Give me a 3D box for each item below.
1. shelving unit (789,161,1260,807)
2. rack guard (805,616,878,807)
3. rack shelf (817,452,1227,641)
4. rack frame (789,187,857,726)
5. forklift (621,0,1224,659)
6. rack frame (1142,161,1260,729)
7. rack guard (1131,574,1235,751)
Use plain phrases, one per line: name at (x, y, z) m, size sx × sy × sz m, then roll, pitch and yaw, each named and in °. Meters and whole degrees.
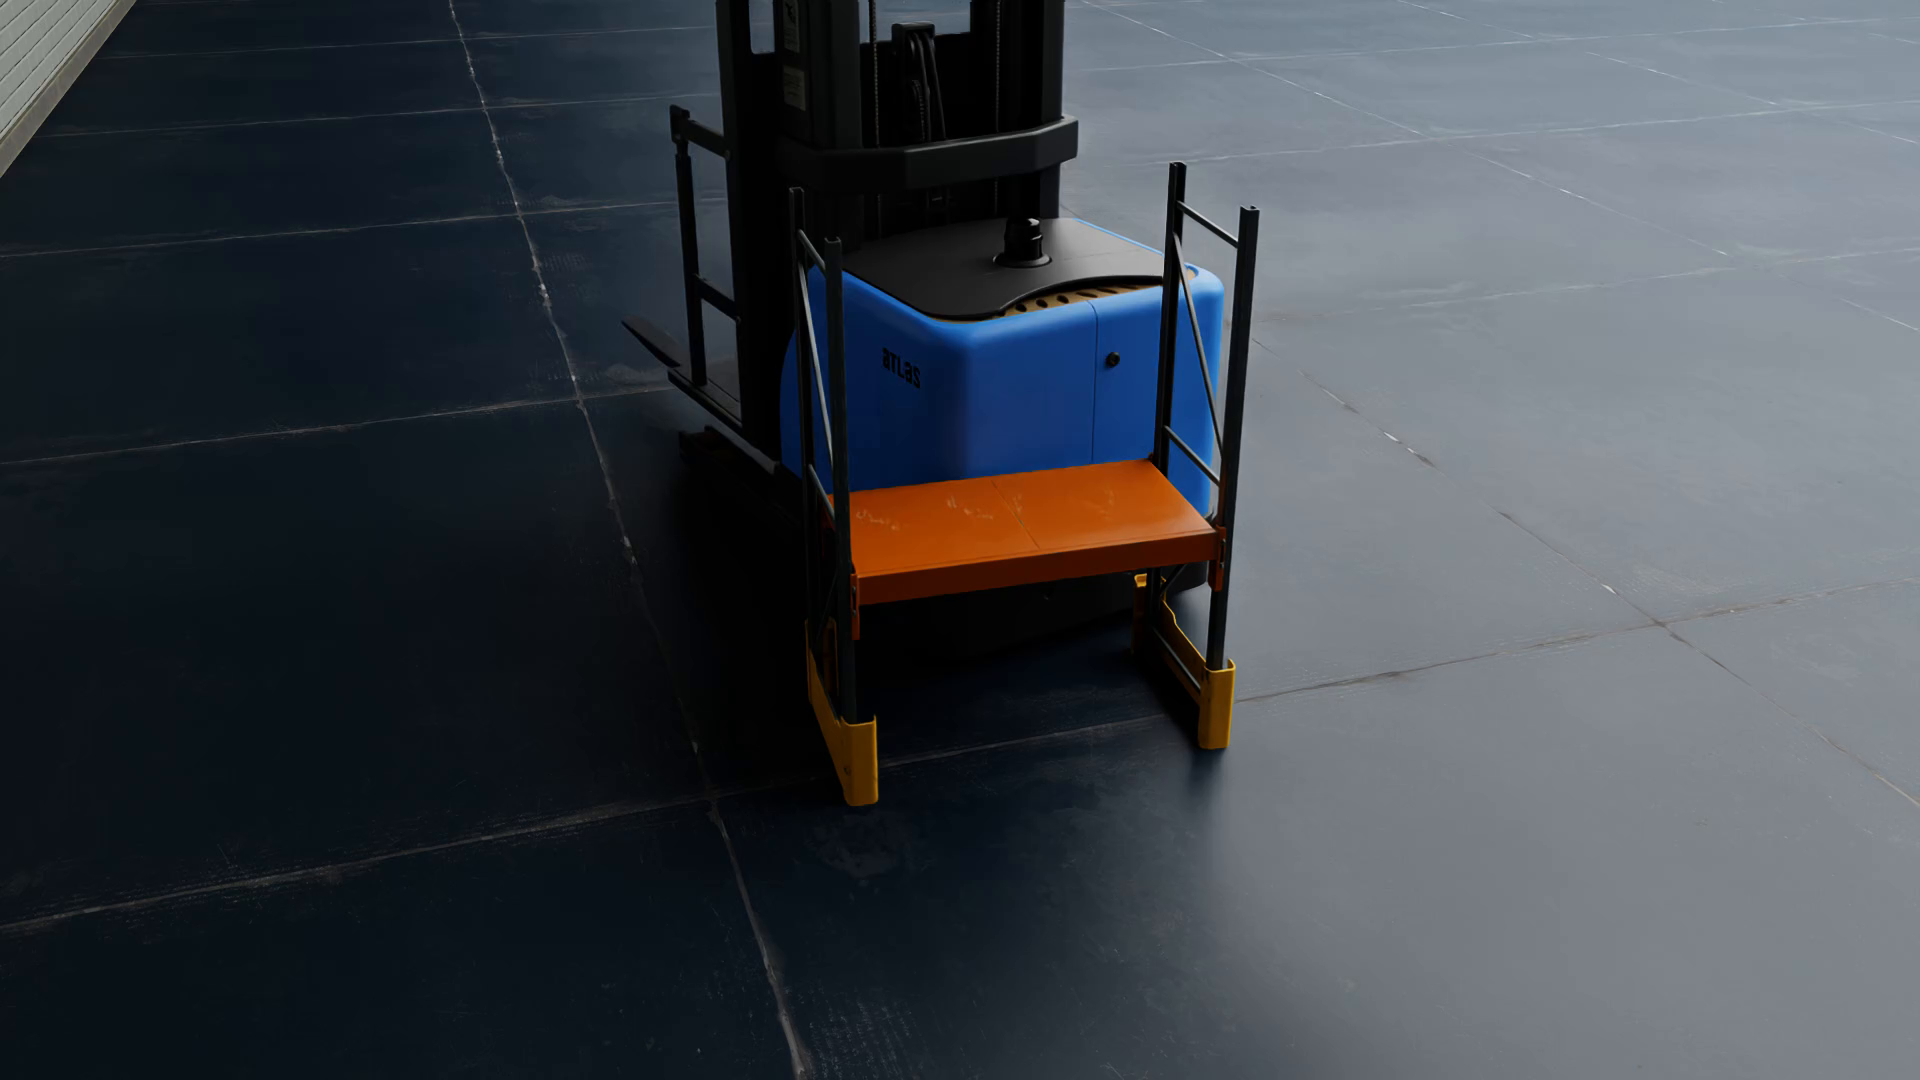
shelving unit at (0.153, -0.161, 4.388) m, size 1.083 × 1.500 × 0.587 m, roll -7°, pitch 27°, yaw -14°
rack guard at (-0.328, 0.457, 4.548) m, size 0.087 × 0.250 × 0.587 m, roll -7°, pitch 27°, yaw -14°
rack shelf at (0.144, 0.001, 4.466) m, size 1.000 × 0.185 × 0.538 m, roll -7°, pitch 27°, yaw -14°
rack frame at (-0.346, -0.100, 4.265) m, size 0.032 × 1.500 × 0.500 m, roll -7°, pitch 27°, yaw -14°
forklift at (-0.393, -1.577, 5.630) m, size 1.130 × 2.935 × 3.031 m, roll -15°, pitch 30°, yaw -28°
rack frame at (0.634, -0.220, 4.507) m, size 0.032 × 1.500 × 0.500 m, roll -7°, pitch 27°, yaw -14°
rack guard at (0.633, 0.340, 4.785) m, size 0.087 × 0.250 × 0.587 m, roll -7°, pitch 27°, yaw -14°
